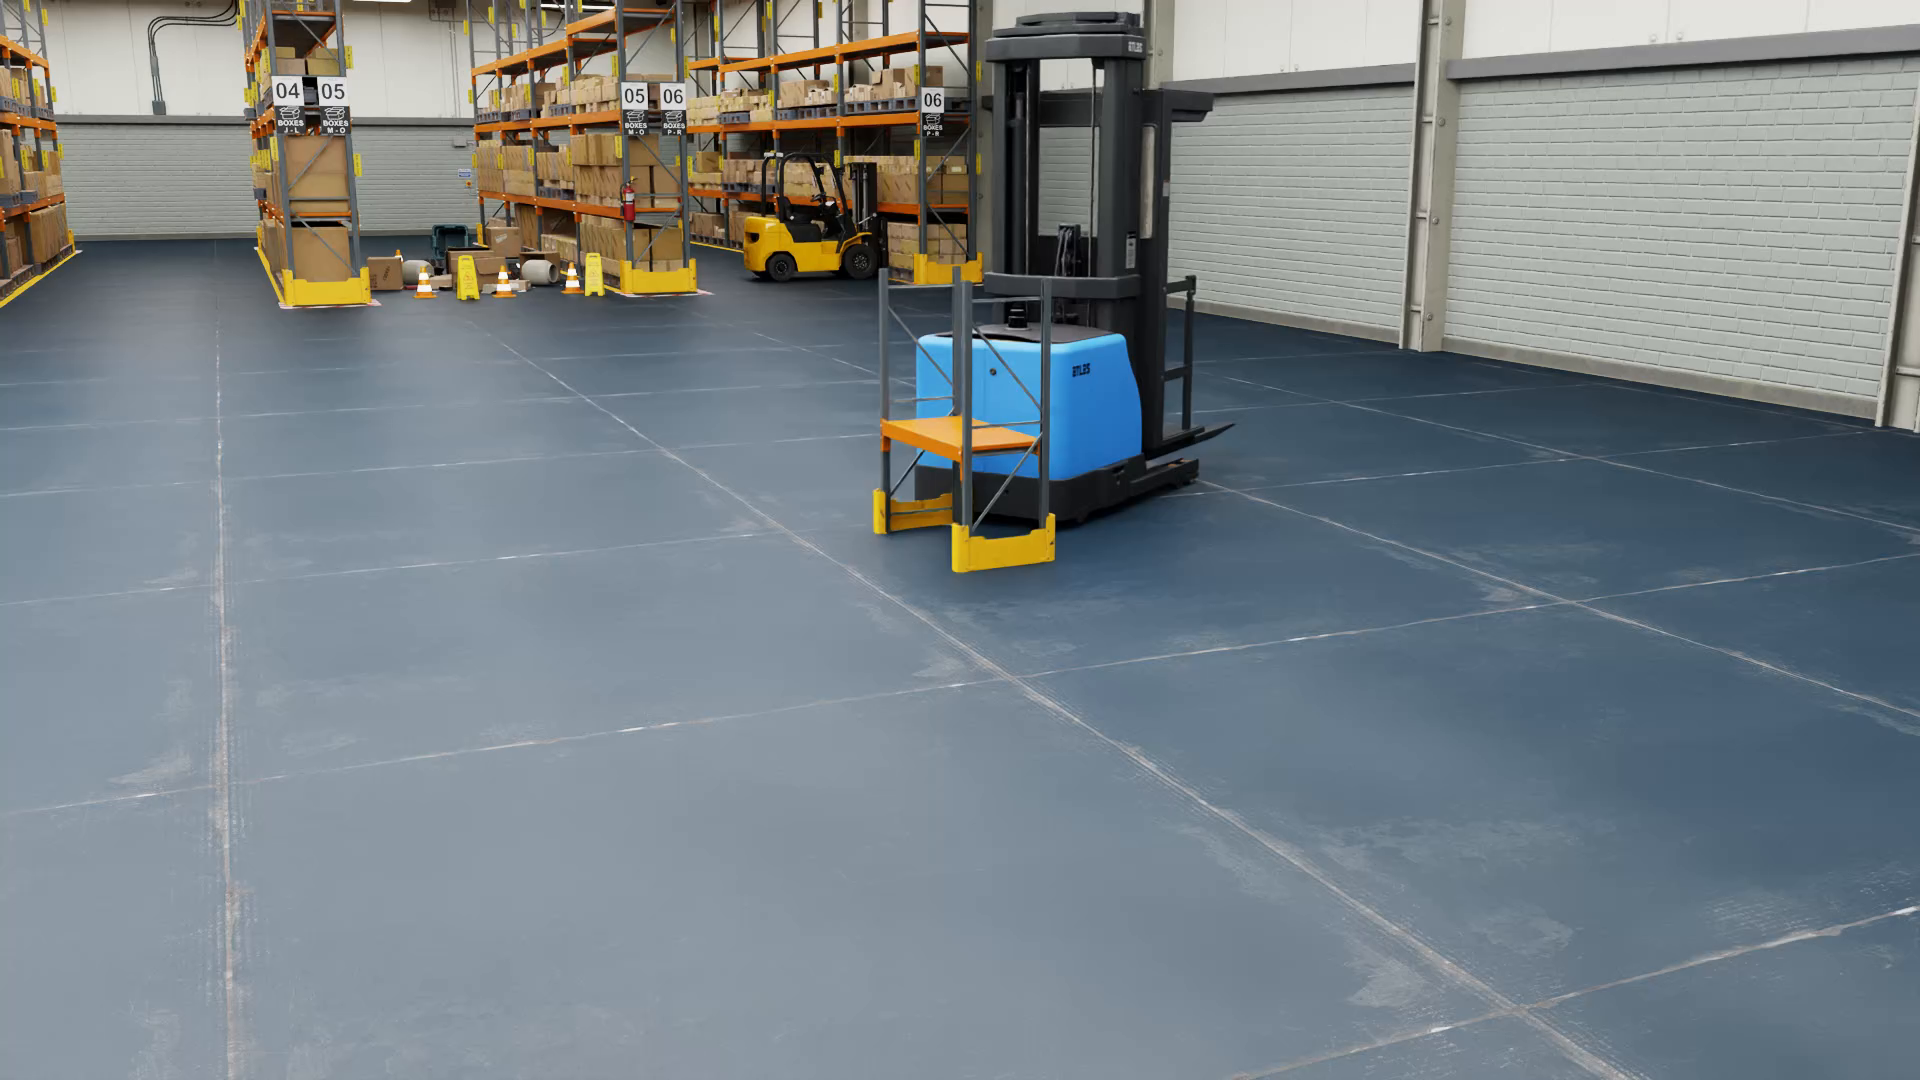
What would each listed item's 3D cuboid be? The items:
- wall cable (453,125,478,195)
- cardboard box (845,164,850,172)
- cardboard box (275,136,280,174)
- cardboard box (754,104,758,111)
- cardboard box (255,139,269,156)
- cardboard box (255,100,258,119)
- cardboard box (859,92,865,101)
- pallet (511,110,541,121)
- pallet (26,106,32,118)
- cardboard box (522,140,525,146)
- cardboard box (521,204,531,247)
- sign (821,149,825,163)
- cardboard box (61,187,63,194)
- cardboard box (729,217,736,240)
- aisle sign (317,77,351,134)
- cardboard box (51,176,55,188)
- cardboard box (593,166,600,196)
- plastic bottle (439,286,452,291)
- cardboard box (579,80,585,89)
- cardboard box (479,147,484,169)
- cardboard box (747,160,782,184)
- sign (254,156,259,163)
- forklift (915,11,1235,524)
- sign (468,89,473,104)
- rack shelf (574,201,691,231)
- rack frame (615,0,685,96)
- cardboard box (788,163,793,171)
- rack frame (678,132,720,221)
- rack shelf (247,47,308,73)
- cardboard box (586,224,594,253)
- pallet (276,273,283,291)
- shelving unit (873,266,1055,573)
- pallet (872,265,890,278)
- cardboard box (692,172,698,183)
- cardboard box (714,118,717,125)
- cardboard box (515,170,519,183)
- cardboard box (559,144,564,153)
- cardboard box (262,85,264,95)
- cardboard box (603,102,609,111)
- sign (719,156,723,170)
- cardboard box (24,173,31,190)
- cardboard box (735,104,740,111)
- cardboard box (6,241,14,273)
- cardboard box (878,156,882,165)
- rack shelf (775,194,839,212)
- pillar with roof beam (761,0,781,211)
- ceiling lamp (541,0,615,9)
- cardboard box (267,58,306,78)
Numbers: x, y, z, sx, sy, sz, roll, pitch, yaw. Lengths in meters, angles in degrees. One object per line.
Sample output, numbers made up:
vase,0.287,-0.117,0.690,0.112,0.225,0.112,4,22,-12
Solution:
wall cable,-13.442,-10.375,45.220,0.585,1.953,0.123,-6,14,-23
cardboard box,-1.922,-6.946,31.071,0.380,0.149,0.250,-6,14,-24
cardboard box,-9.666,-5.712,24.672,0.875,0.550,0.550,-6,14,-23
cardboard box,-4.265,-9.400,36.128,0.380,0.149,0.250,-5,14,-21
cardboard box,-14.491,-8.160,34.878,0.500,0.500,0.500,-6,14,-25
cardboard box,-13.323,-8.392,32.101,0.500,0.500,0.500,-6,14,-23
cardboard box,-1.599,-7.985,29.969,0.380,0.149,0.250,-5,14,-21
pallet,-8.714,-8.777,34.407,1.003,0.211,1.213,-5,14,-20
pallet,-18.227,-8.163,31.760,0.805,0.209,1.217,-6,14,-25
cardboard box,-9.566,-8.867,37.152,0.380,0.149,0.250,-5,14,-22
cardboard box,-8.869,-6.738,35.610,0.875,0.875,0.875,-5,14,-21
sign,-2.903,-8.113,35.202,0.100,0.325,0.005,-6,14,-23
cardboard box,-19.692,-7.587,36.054,0.380,0.149,0.250,-5,14,-22
cardboard box,-5.025,-7.191,38.398,0.500,0.500,0.500,-5,14,-21
aisle sign,-8.944,-6.207,23.770,0.394,0.787,0.004,-6,14,-23
cardboard box,-18.995,-7.382,34.287,0.500,0.250,0.500,-5,14,-22
cardboard box,-5.802,-5.991,27.720,0.500,0.500,0.500,-5,14,-22
plastic bottle,-8.277,-4.043,26.704,0.133,0.061,0.283,-12,18,-42
cardboard box,-6.219,-7.692,28.089,0.380,0.149,0.250,-6,14,-23
cardboard box,-11.017,-9.006,39.192,0.500,0.500,0.500,-6,14,-24
cardboard box,-4.234,-8.073,36.439,0.797,0.503,0.637,-6,14,-24
sign,-14.549,-7.778,34.405,0.100,0.325,0.005,-6,14,-23
forklift,0.923,-1.808,10.683,1.130,2.935,3.031,8,15,30
sign,-11.673,-10.578,39.657,0.100,0.325,0.005,-6,14,-23
rack shelf,-5.554,-5.459,27.898,1.077,0.370,4.000,-6,14,-23
rack frame,-4.753,-8.319,25.355,1.000,3.000,0.127,-6,14,-23
cardboard box,-3.318,-7.664,34.172,0.380,0.149,0.250,-5,14,-21
rack frame,-6.615,-9.151,42.254,1.000,3.000,0.127,-6,14,-23
rack shelf,-13.253,-9.371,32.386,1.077,0.370,4.000,-6,14,-23
cardboard box,-6.141,-5.197,28.675,0.500,0.500,0.500,-5,14,-21
pallet,-10.617,-4.232,27.185,1.003,0.211,1.213,-6,14,-23
shelving unit,0.006,-0.695,9.047,0.587,1.500,1.083,-7,15,-26
pallet,-1.036,-4.892,30.040,1.003,0.211,1.213,-6,14,-23
cardboard box,-6.272,-8.896,40.826,0.500,0.250,0.500,-6,14,-24
cardboard box,-5.523,-9.762,38.799,0.380,0.149,0.250,-6,14,-23
cardboard box,-9.025,-7.613,34.835,0.500,0.250,0.500,-6,14,-25
cardboard box,-7.166,-7.207,30.606,0.380,0.149,0.250,-6,14,-25
cardboard box,-11.016,-7.241,26.754,0.380,0.149,0.250,-6,14,-24
cardboard box,-5.540,-6.995,26.846,0.380,0.149,0.250,-6,14,-23
sign,-5.507,-8.695,38.367,0.100,0.325,0.005,-6,14,-23
cardboard box,-16.983,-6.327,29.834,0.500,0.500,0.500,-5,14,-21
cardboard box,-4.753,-9.555,36.752,0.380,0.149,0.250,-5,14,-22
cardboard box,-16.060,-4.668,27.455,0.700,0.500,0.500,-7,15,-28
cardboard box,-1.248,-6.779,29.689,0.380,0.149,0.250,-6,14,-23
rack shelf,-2.610,-6.734,33.409,1.077,0.370,4.000,-6,14,-23
pillar with roof beam,-8.411,-11.083,37.300,9.100,9.000,0.400,-6,14,-23
ceiling lamp,-9.822,-15.261,42.404,2.000,3.185,0.800,-6,14,-23
cardboard box,-9.700,-6.790,23.923,0.500,0.250,0.500,-5,14,-22
